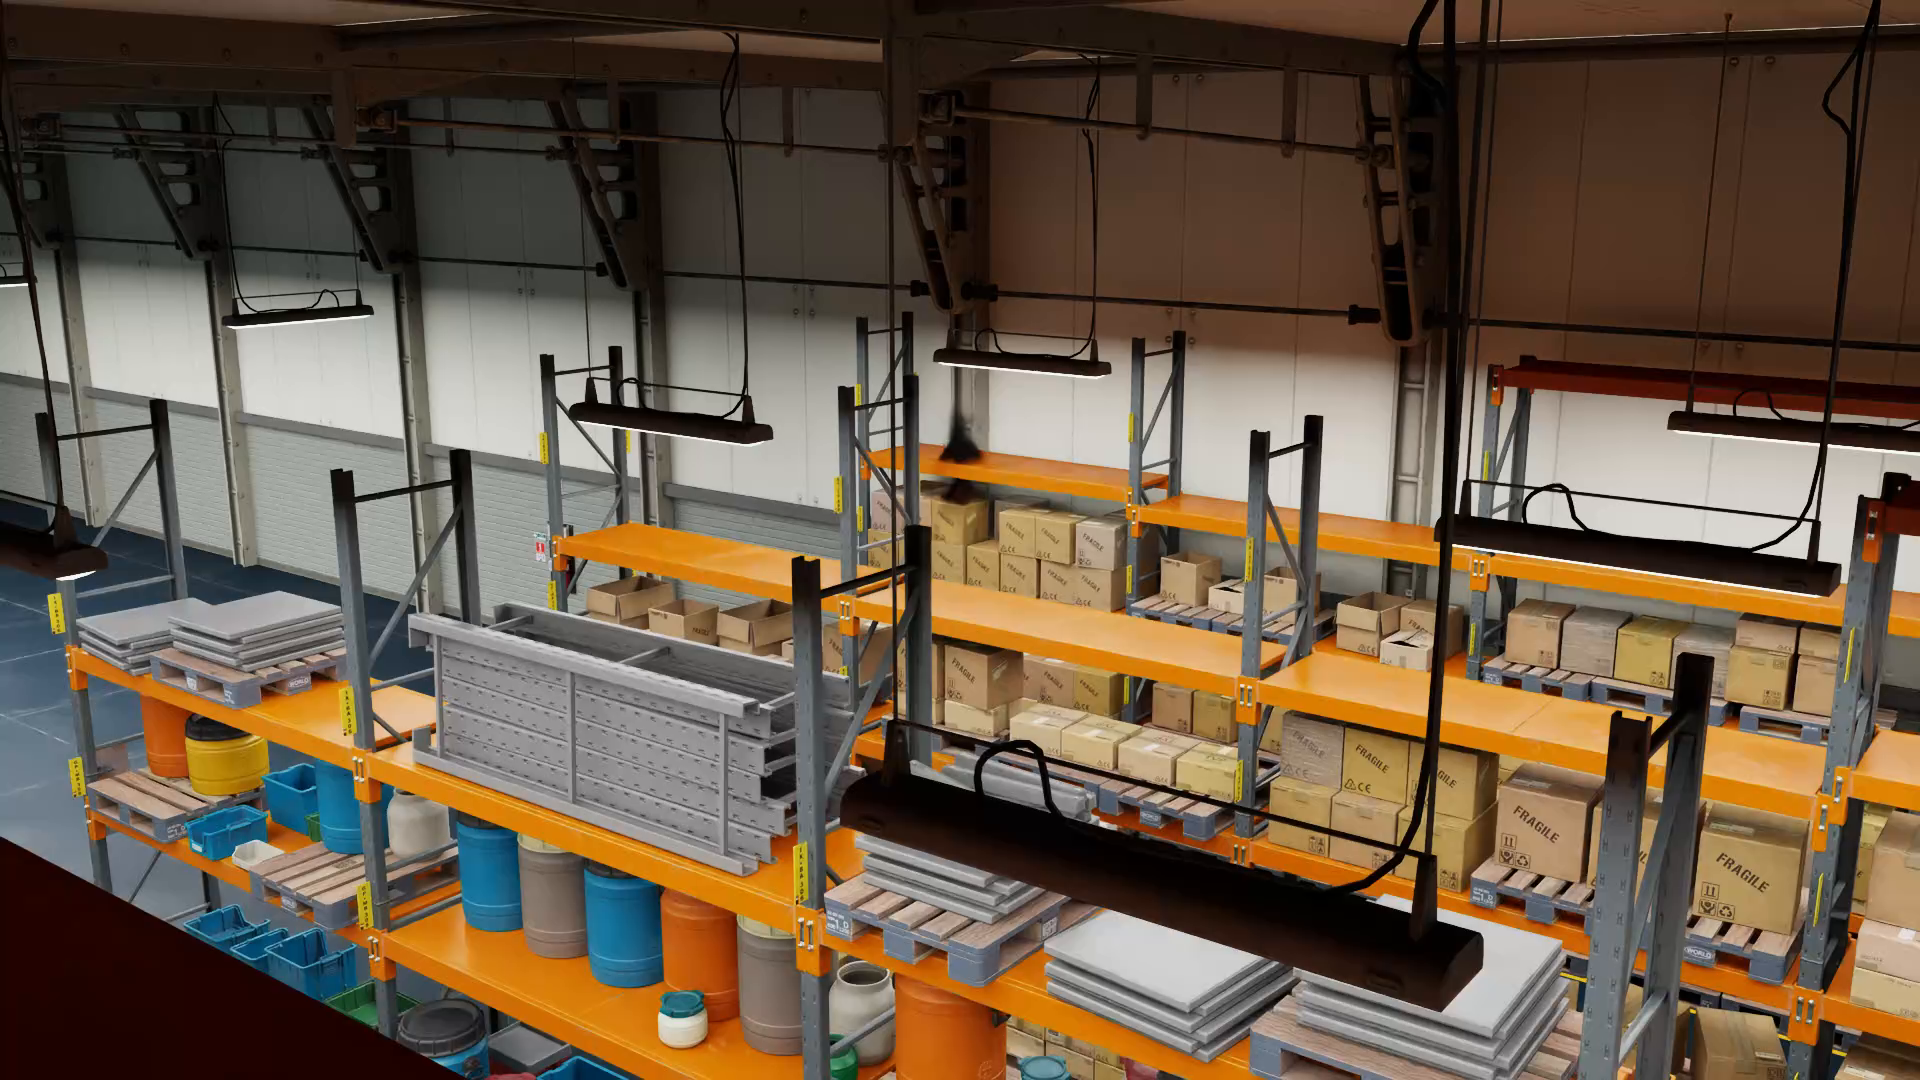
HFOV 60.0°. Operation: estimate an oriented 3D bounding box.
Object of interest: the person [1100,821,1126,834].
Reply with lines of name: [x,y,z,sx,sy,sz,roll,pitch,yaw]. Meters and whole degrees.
person: [1.313,3.407,16.880,0.713,1.684,0.679,4,14,19]
